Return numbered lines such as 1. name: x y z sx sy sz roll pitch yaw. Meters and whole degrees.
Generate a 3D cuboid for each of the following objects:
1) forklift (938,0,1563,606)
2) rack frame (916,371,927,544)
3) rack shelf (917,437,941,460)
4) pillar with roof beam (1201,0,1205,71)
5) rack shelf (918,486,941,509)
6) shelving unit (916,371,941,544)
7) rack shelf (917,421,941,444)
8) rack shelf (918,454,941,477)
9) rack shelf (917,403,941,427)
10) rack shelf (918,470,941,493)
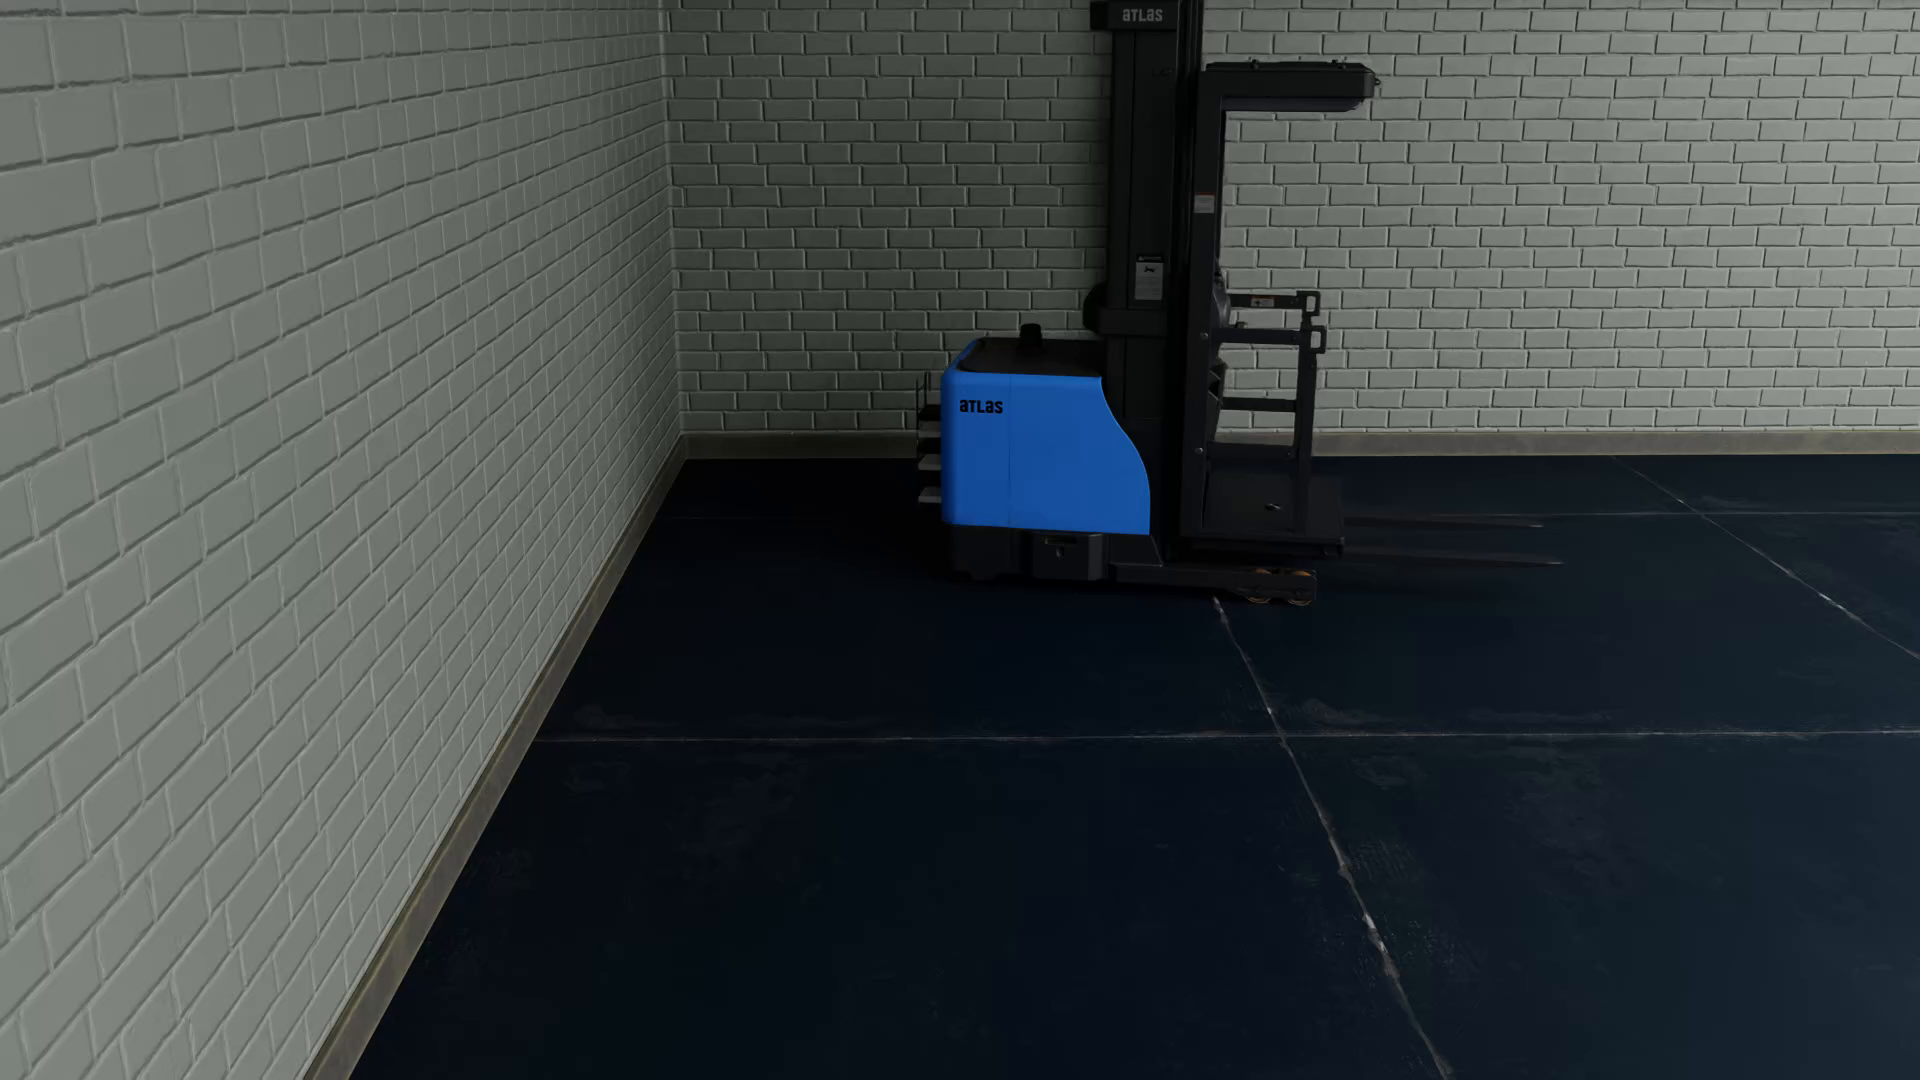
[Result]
1. forklift: 1.458 -1.252 8.153 3.031 2.935 1.130 3 18 10
2. rack frame: -0.205 -0.442 8.954 0.006 0.900 0.240 3 18 10
3. rack shelf: -0.105 -0.491 8.919 0.200 0.077 0.258 3 18 10
4. pillar with roof beam: 1.283 -3.468 5.127 0.400 9.000 9.100 0 18 -1
5. rack shelf: -0.105 -0.234 9.002 0.200 0.077 0.258 3 18 10
6. shelving unit: -0.105 -0.437 8.937 0.210 0.900 0.258 3 18 10
7. rack shelf: -0.105 -0.577 8.892 0.200 0.077 0.258 3 18 10
8. rack shelf: -0.105 -0.405 8.947 0.200 0.077 0.258 3 18 10
9. rack shelf: -0.105 -0.662 8.864 0.200 0.077 0.258 3 18 10
10. rack shelf: -0.105 -0.320 8.974 0.200 0.077 0.258 3 18 10
